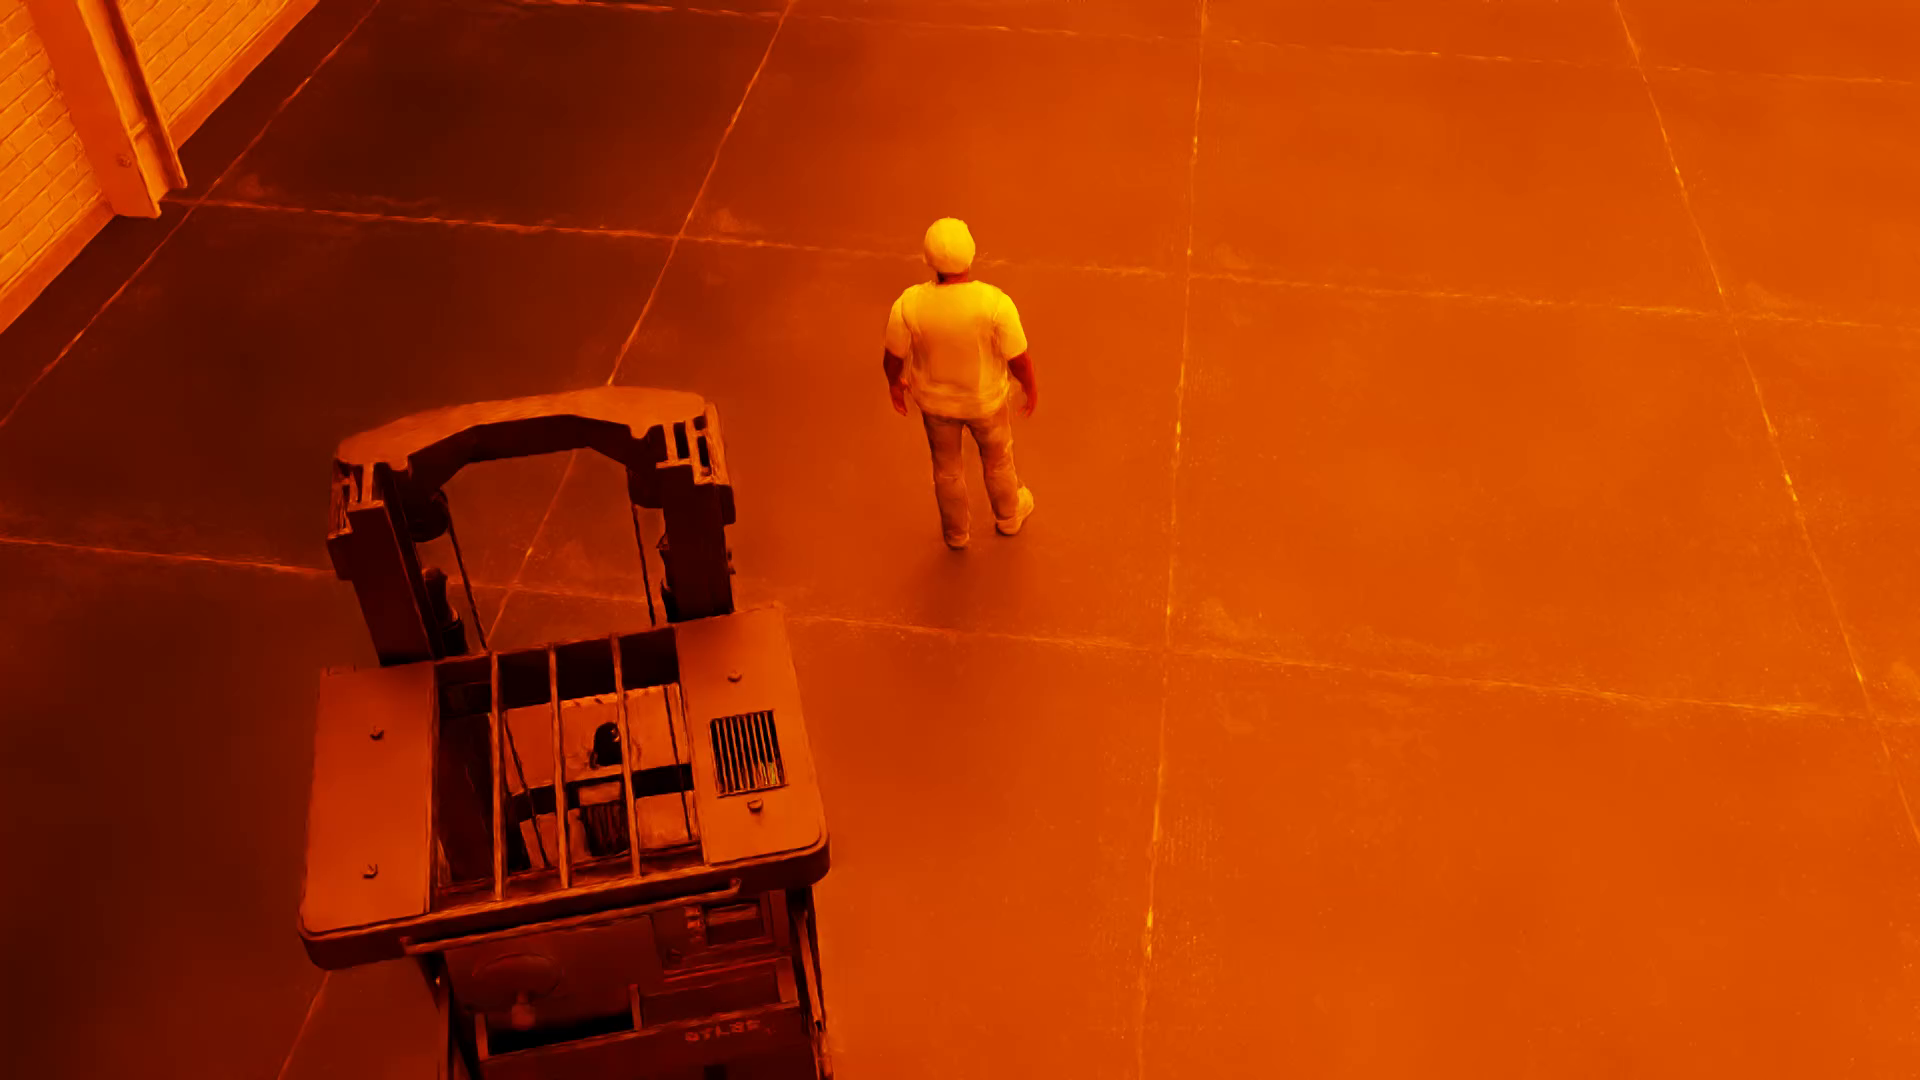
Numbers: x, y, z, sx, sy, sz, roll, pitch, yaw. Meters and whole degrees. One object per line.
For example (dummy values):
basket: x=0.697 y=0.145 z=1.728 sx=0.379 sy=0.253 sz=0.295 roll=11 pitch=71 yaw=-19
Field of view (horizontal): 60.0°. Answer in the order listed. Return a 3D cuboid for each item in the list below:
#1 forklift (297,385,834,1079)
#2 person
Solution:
forklift: x=-0.900 y=1.181 z=4.438 sx=1.130 sy=2.935 sz=3.031 roll=-8 pitch=43 yaw=-9
person: x=0.015 y=-0.701 z=7.339 sx=0.665 sy=1.765 sz=0.576 roll=5 pitch=43 yaw=6
